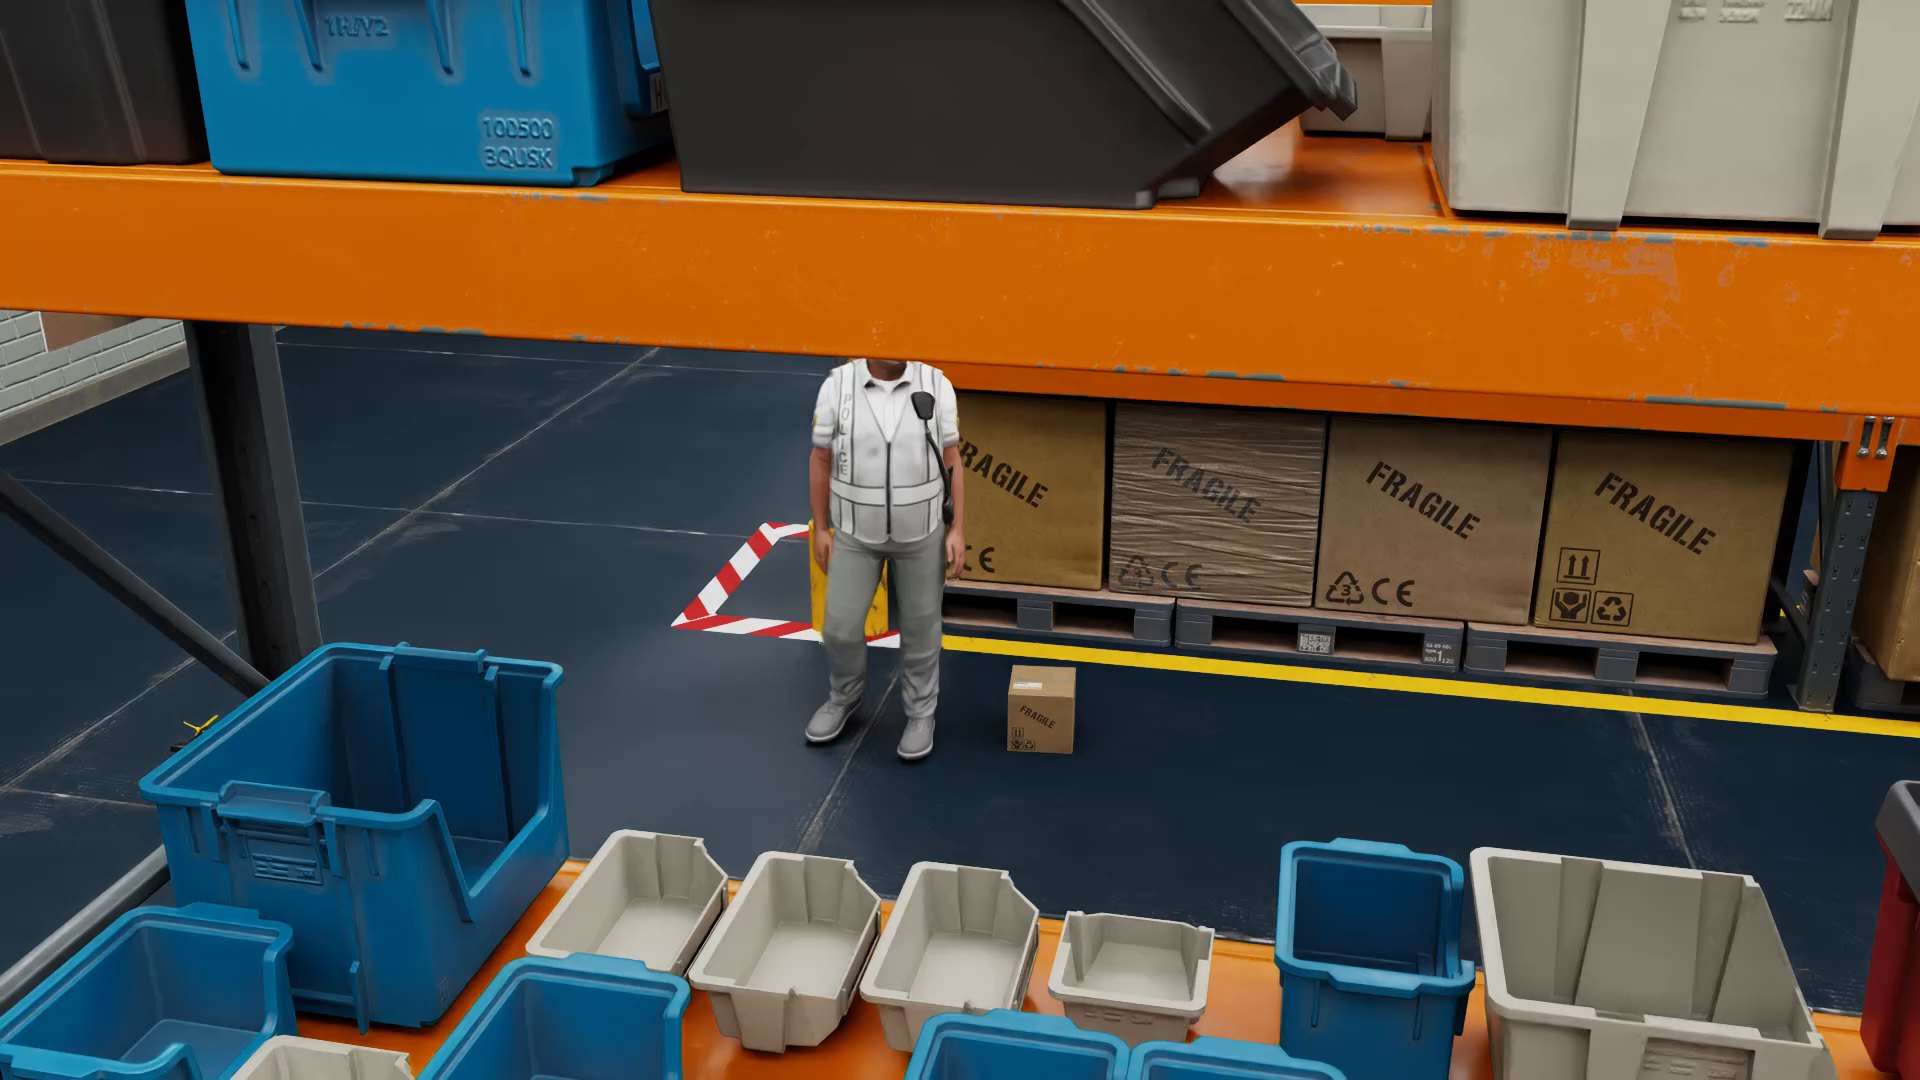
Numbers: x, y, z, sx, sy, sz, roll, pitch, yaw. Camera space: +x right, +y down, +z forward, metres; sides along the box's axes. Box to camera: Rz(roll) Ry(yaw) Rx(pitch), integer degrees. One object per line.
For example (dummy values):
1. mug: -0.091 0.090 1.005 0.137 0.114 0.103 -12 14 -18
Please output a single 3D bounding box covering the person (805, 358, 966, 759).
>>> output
1. person: -0.290 -0.051 6.155 0.622 1.760 0.421 -1 21 -3
